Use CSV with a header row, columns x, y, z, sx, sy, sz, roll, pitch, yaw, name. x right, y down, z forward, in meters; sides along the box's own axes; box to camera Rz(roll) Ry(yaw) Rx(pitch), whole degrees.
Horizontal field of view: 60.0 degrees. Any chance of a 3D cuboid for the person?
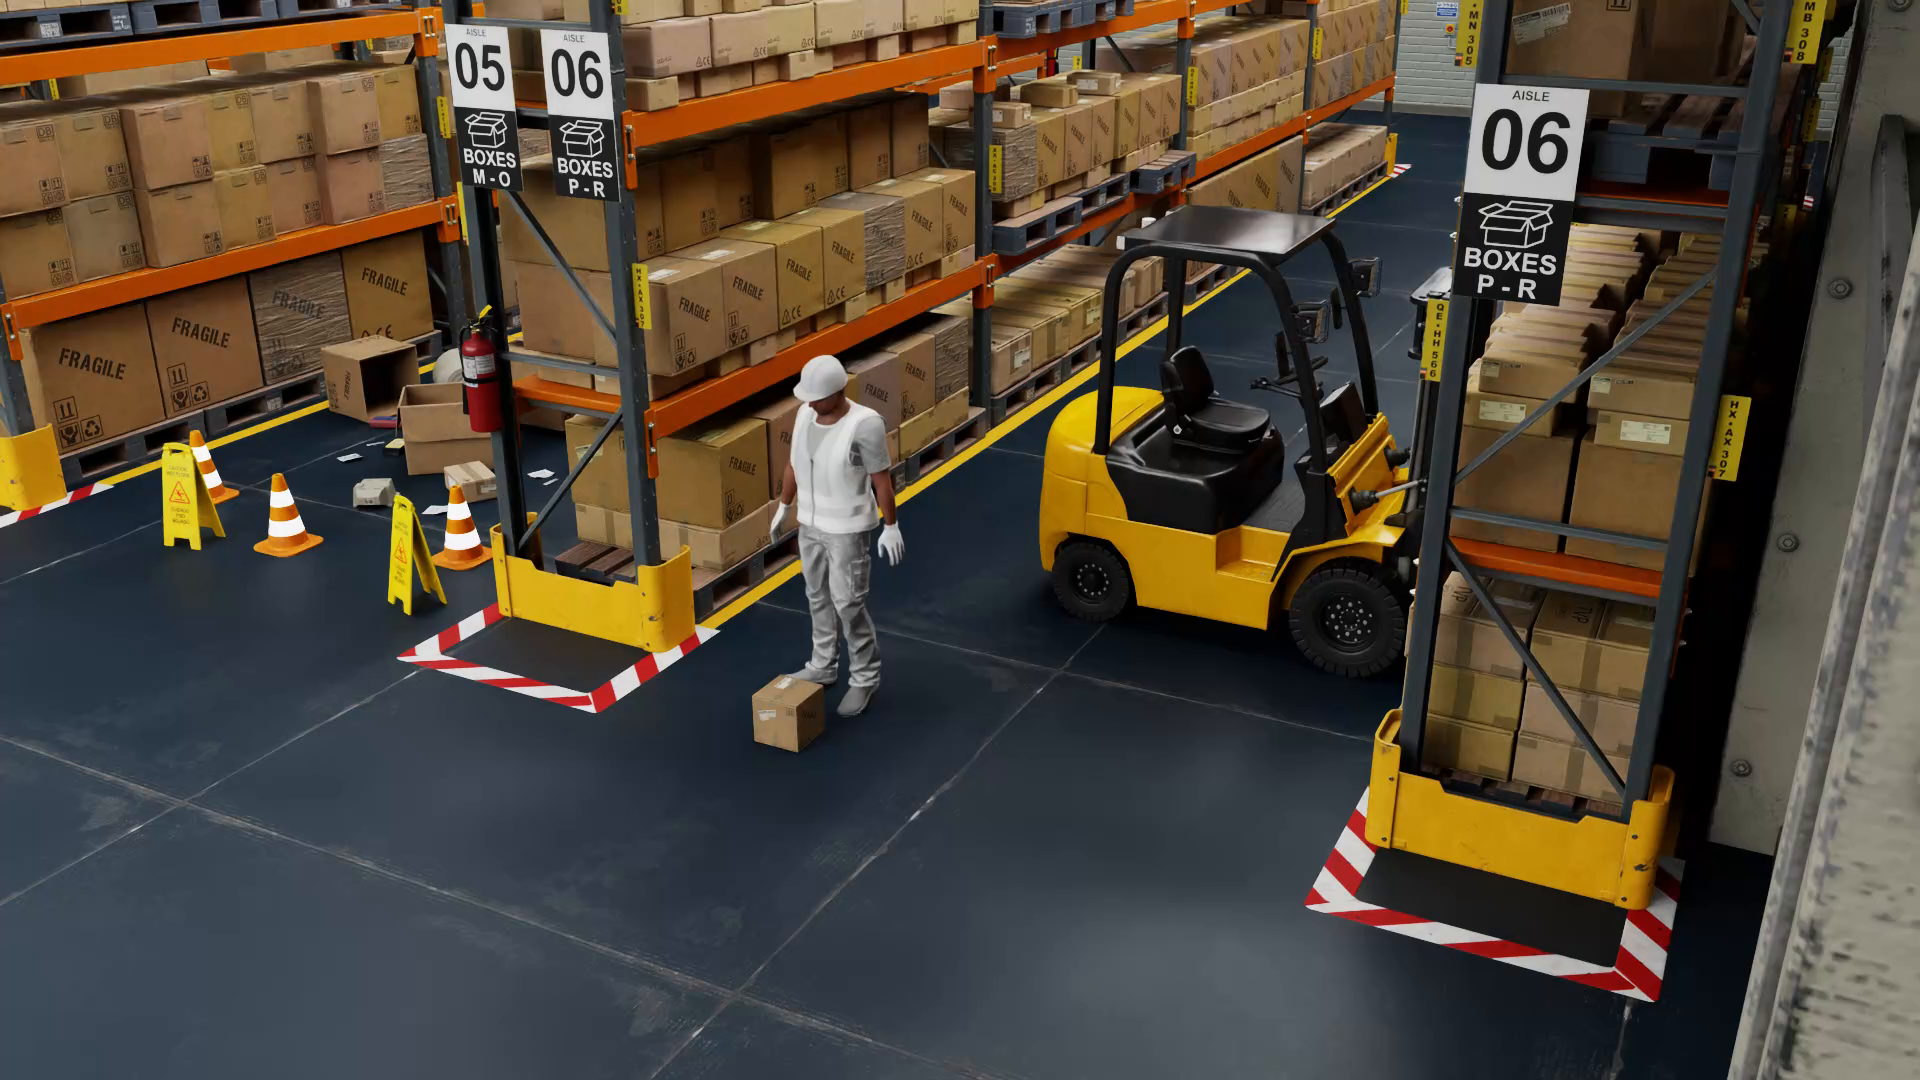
x,y,z,sx,sy,sz,roll,pitch,yaw,name
-0.643,-0.044,8.164,0.697,1.817,0.395,19,29,39,person
